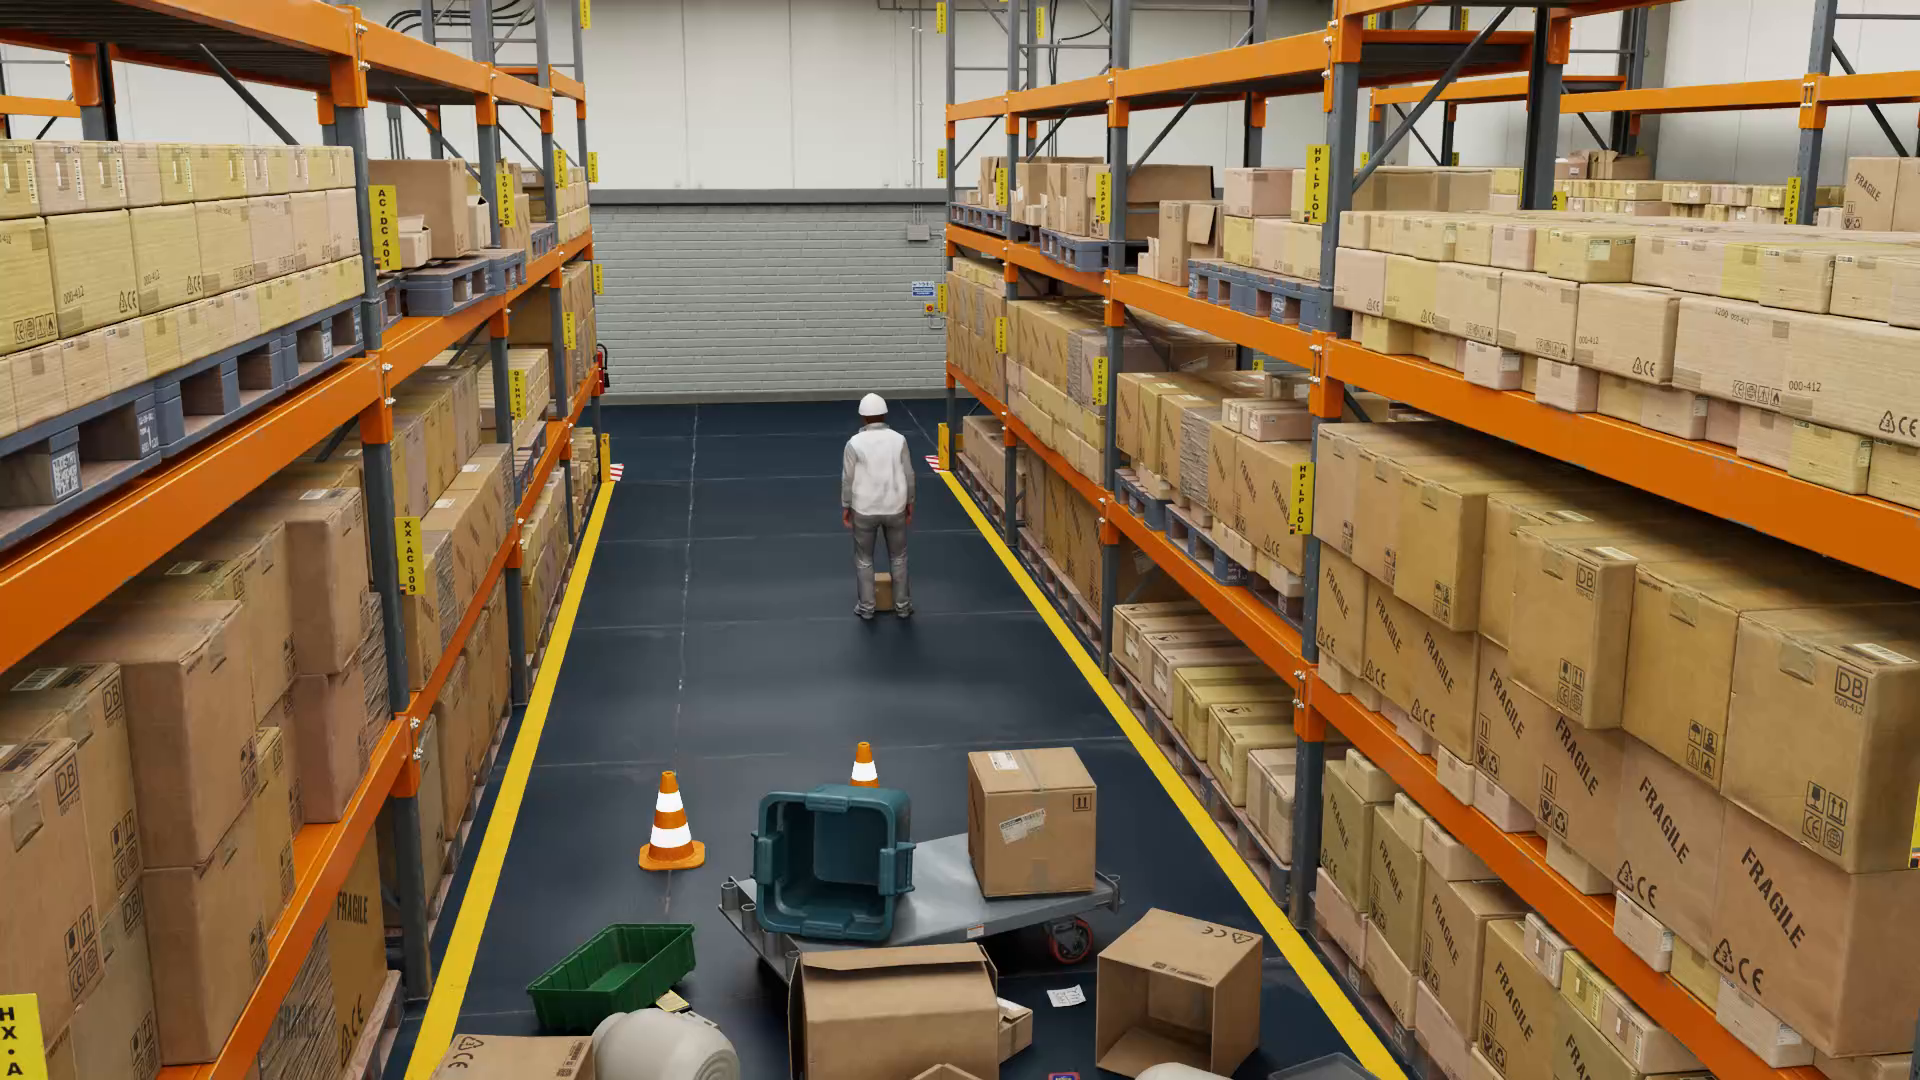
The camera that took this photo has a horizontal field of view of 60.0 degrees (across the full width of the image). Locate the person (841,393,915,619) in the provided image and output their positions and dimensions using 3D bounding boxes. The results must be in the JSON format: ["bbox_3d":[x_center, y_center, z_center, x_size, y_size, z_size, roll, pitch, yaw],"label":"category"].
[{"bbox_3d":[-0.640,-0.261,13.052,0.590,1.770,0.465,-3,13,-12],"label":"person"}]
